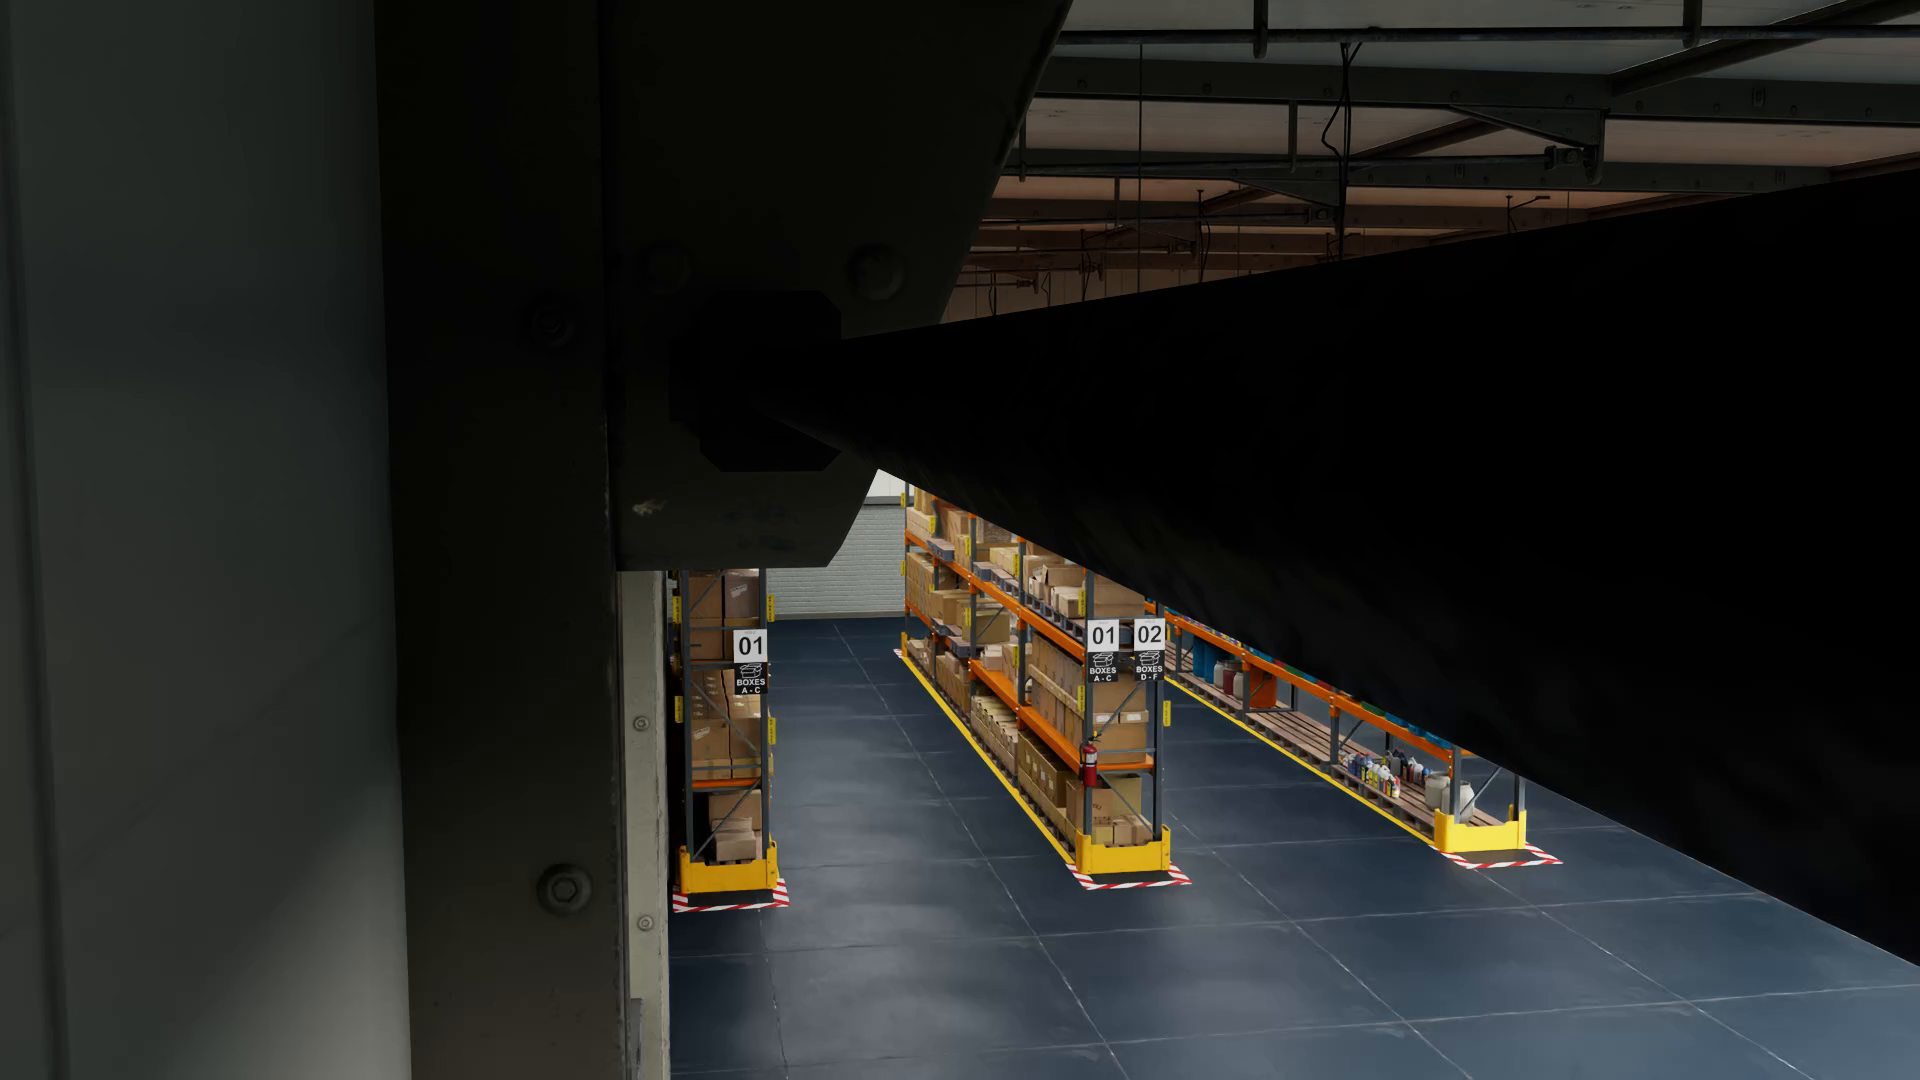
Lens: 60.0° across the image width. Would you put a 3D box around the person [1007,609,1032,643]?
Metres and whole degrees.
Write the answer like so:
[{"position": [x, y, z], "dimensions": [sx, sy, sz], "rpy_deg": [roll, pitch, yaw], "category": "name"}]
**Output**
[{"position": [1.253, 1.829, 34.853], "dimensions": [0.607, 1.726, 1.055], "rpy_deg": [-2, 6, -15], "category": "person"}]
